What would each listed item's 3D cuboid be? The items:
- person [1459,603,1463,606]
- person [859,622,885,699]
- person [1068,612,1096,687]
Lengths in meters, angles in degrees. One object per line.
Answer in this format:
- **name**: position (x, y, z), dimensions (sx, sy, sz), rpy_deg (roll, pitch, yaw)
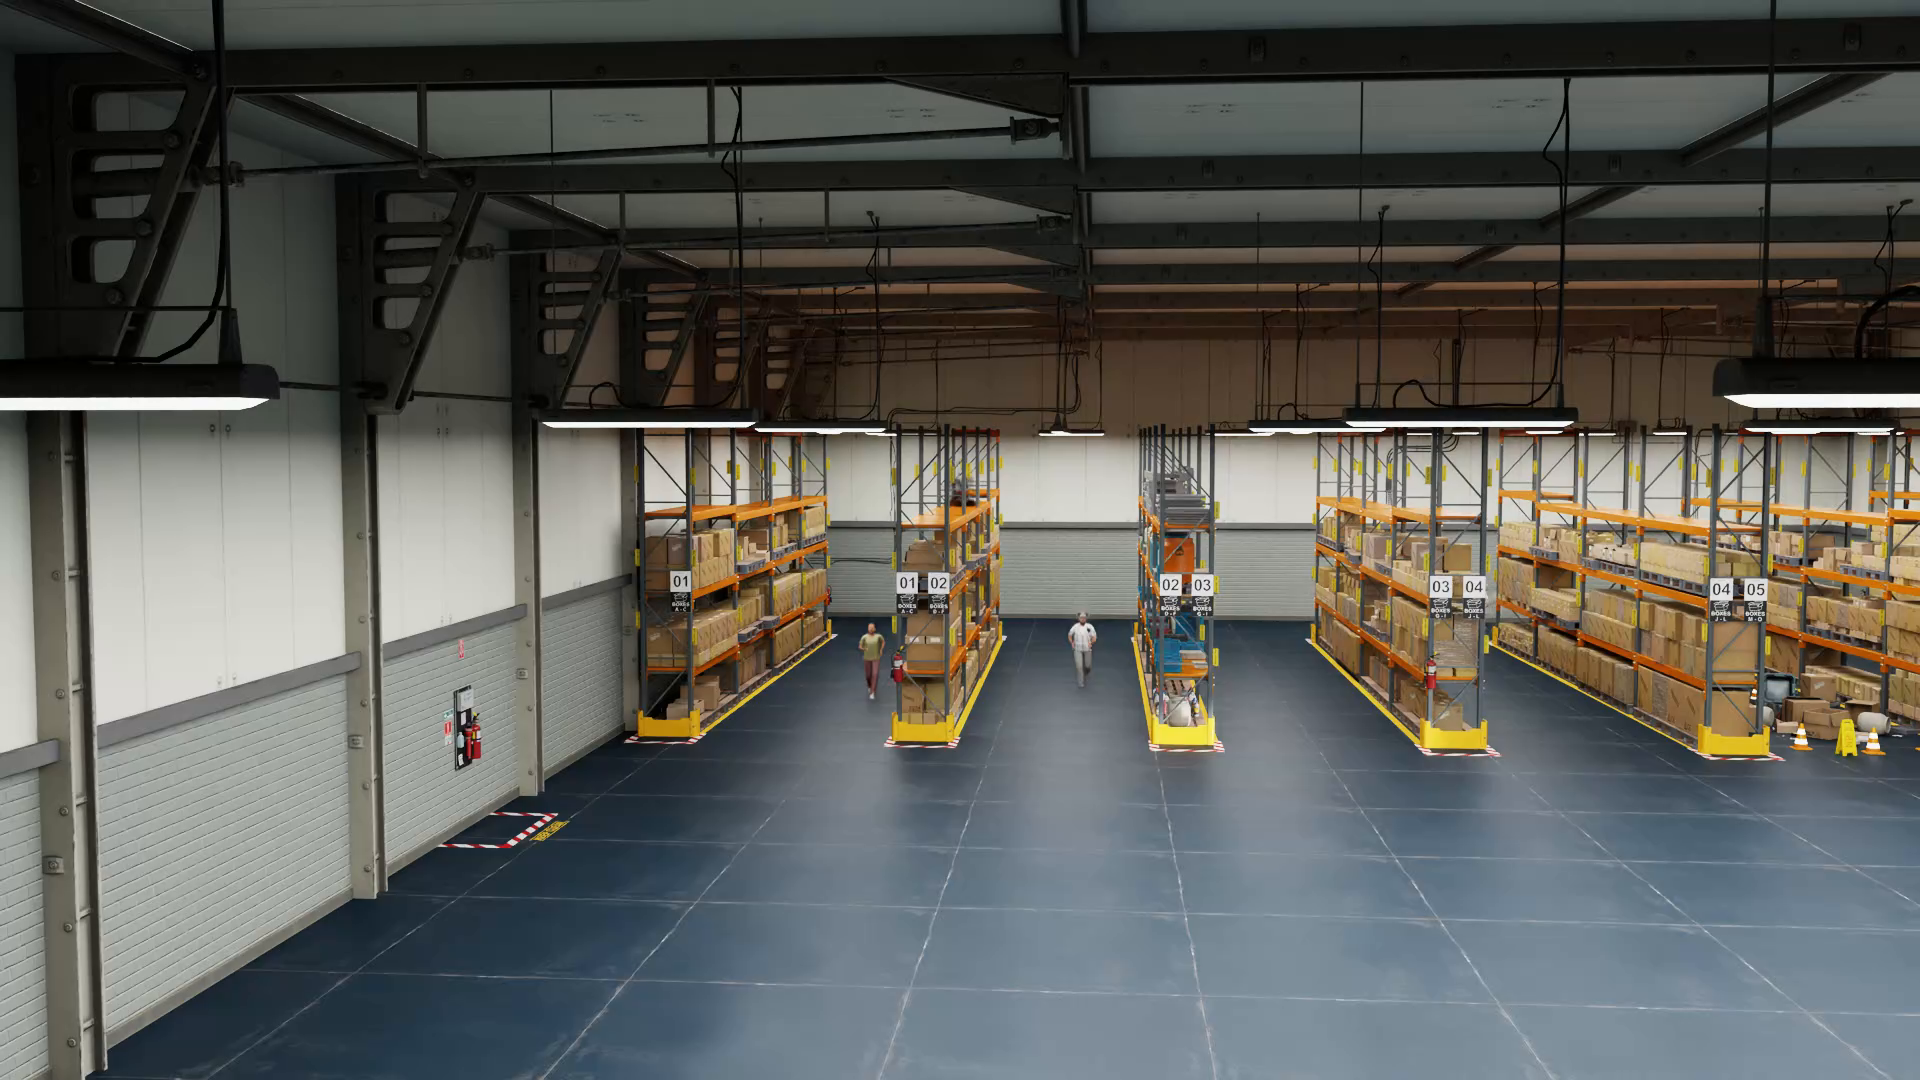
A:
- **person**: position (14.350, 2.075, 47.155), dimensions (0.843, 1.623, 0.776), rpy_deg (-2, 4, -32)
- **person**: position (-1.942, 2.627, 36.552), dimensions (0.580, 1.639, 0.990), rpy_deg (0, 3, -1)
- **person**: position (2.824, 2.512, 38.448), dimensions (0.664, 1.733, 0.654), rpy_deg (0, 3, 1)
